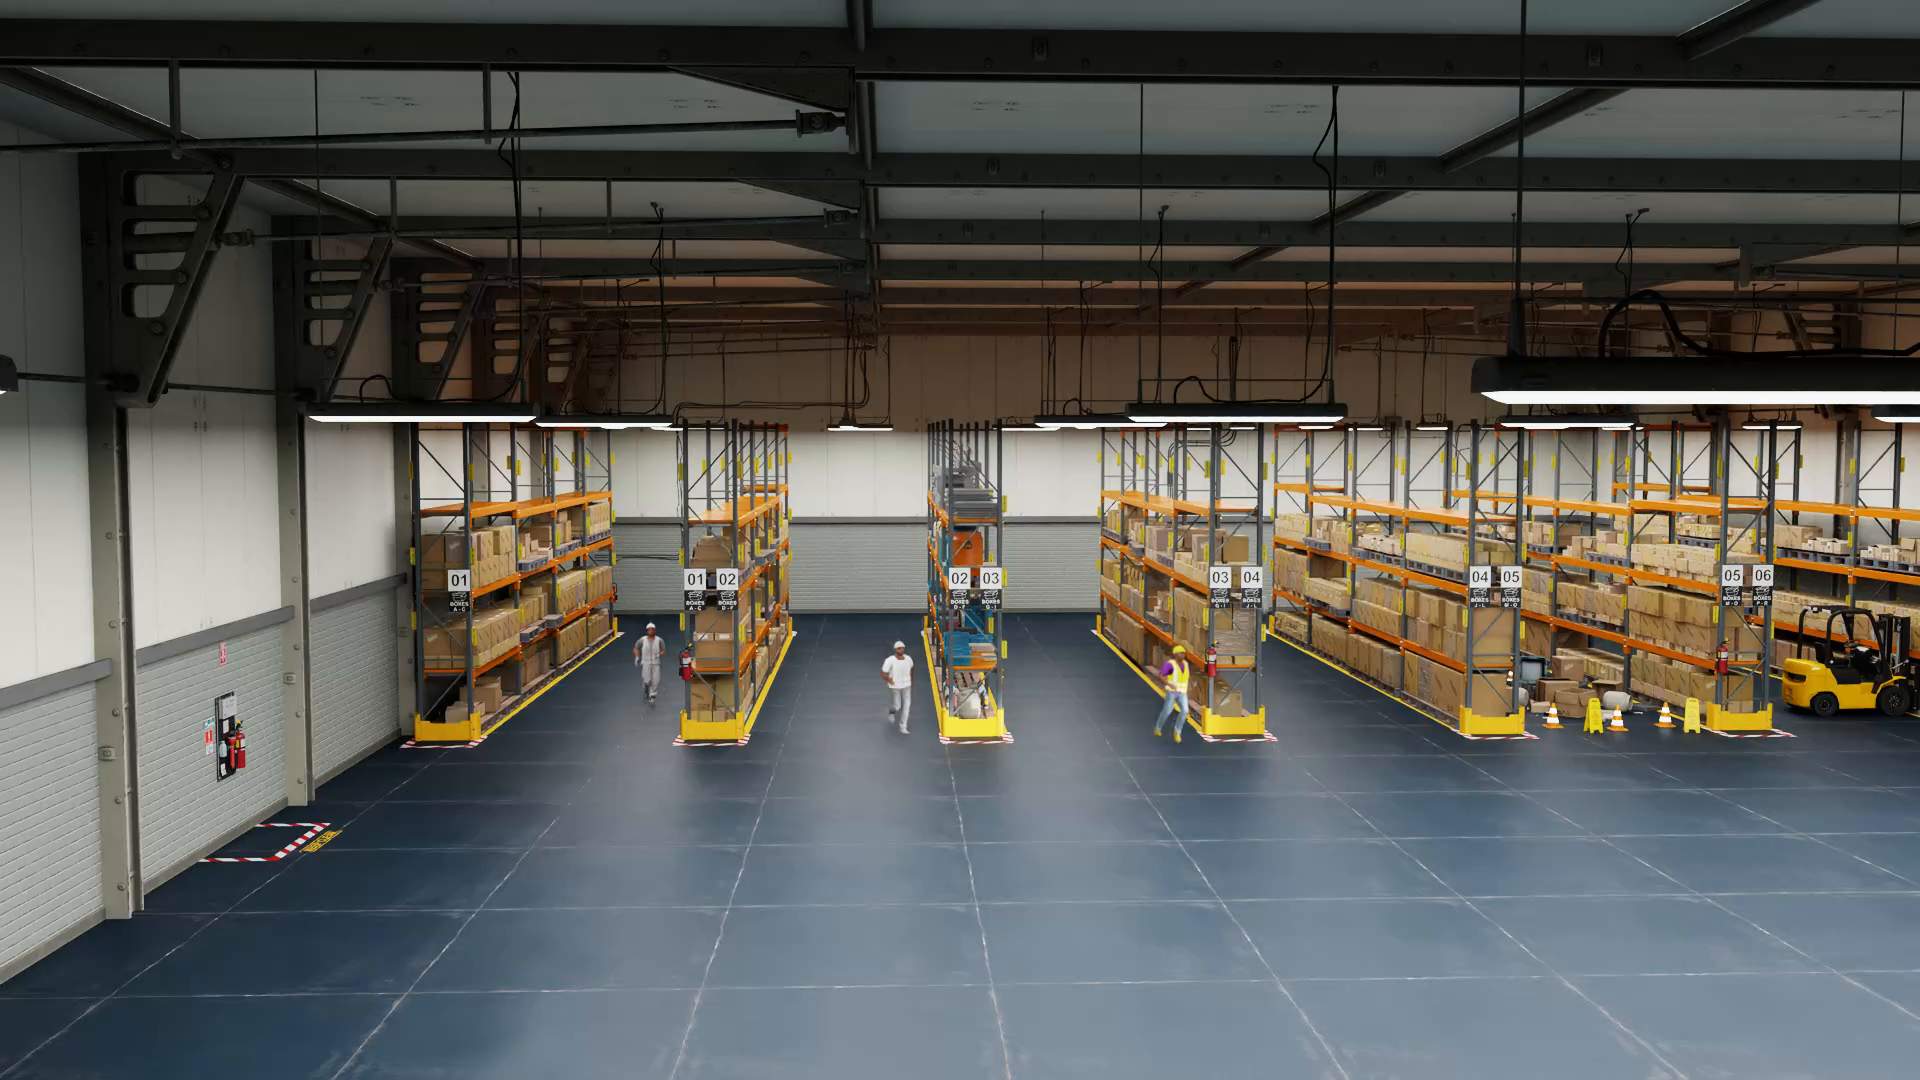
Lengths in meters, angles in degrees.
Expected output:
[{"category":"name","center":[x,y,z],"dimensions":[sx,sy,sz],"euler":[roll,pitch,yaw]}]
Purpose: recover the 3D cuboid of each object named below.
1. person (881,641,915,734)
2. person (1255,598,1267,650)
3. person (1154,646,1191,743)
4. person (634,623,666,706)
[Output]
[{"category":"person","center":[-1.160,2.813,31.922],"dimensions":[0.701,1.748,0.831],"euler":[-1,4,-22]},{"category":"person","center":[7.876,2.096,44.503],"dimensions":[0.635,1.632,0.924],"euler":[-1,4,-12]},{"category":"person","center":[4.049,2.869,31.130],"dimensions":[0.761,1.786,0.690],"euler":[-2,4,-23]},{"category":"person","center":[-6.448,2.613,34.694],"dimensions":[0.643,1.743,0.615],"euler":[-1,4,-17]}]
